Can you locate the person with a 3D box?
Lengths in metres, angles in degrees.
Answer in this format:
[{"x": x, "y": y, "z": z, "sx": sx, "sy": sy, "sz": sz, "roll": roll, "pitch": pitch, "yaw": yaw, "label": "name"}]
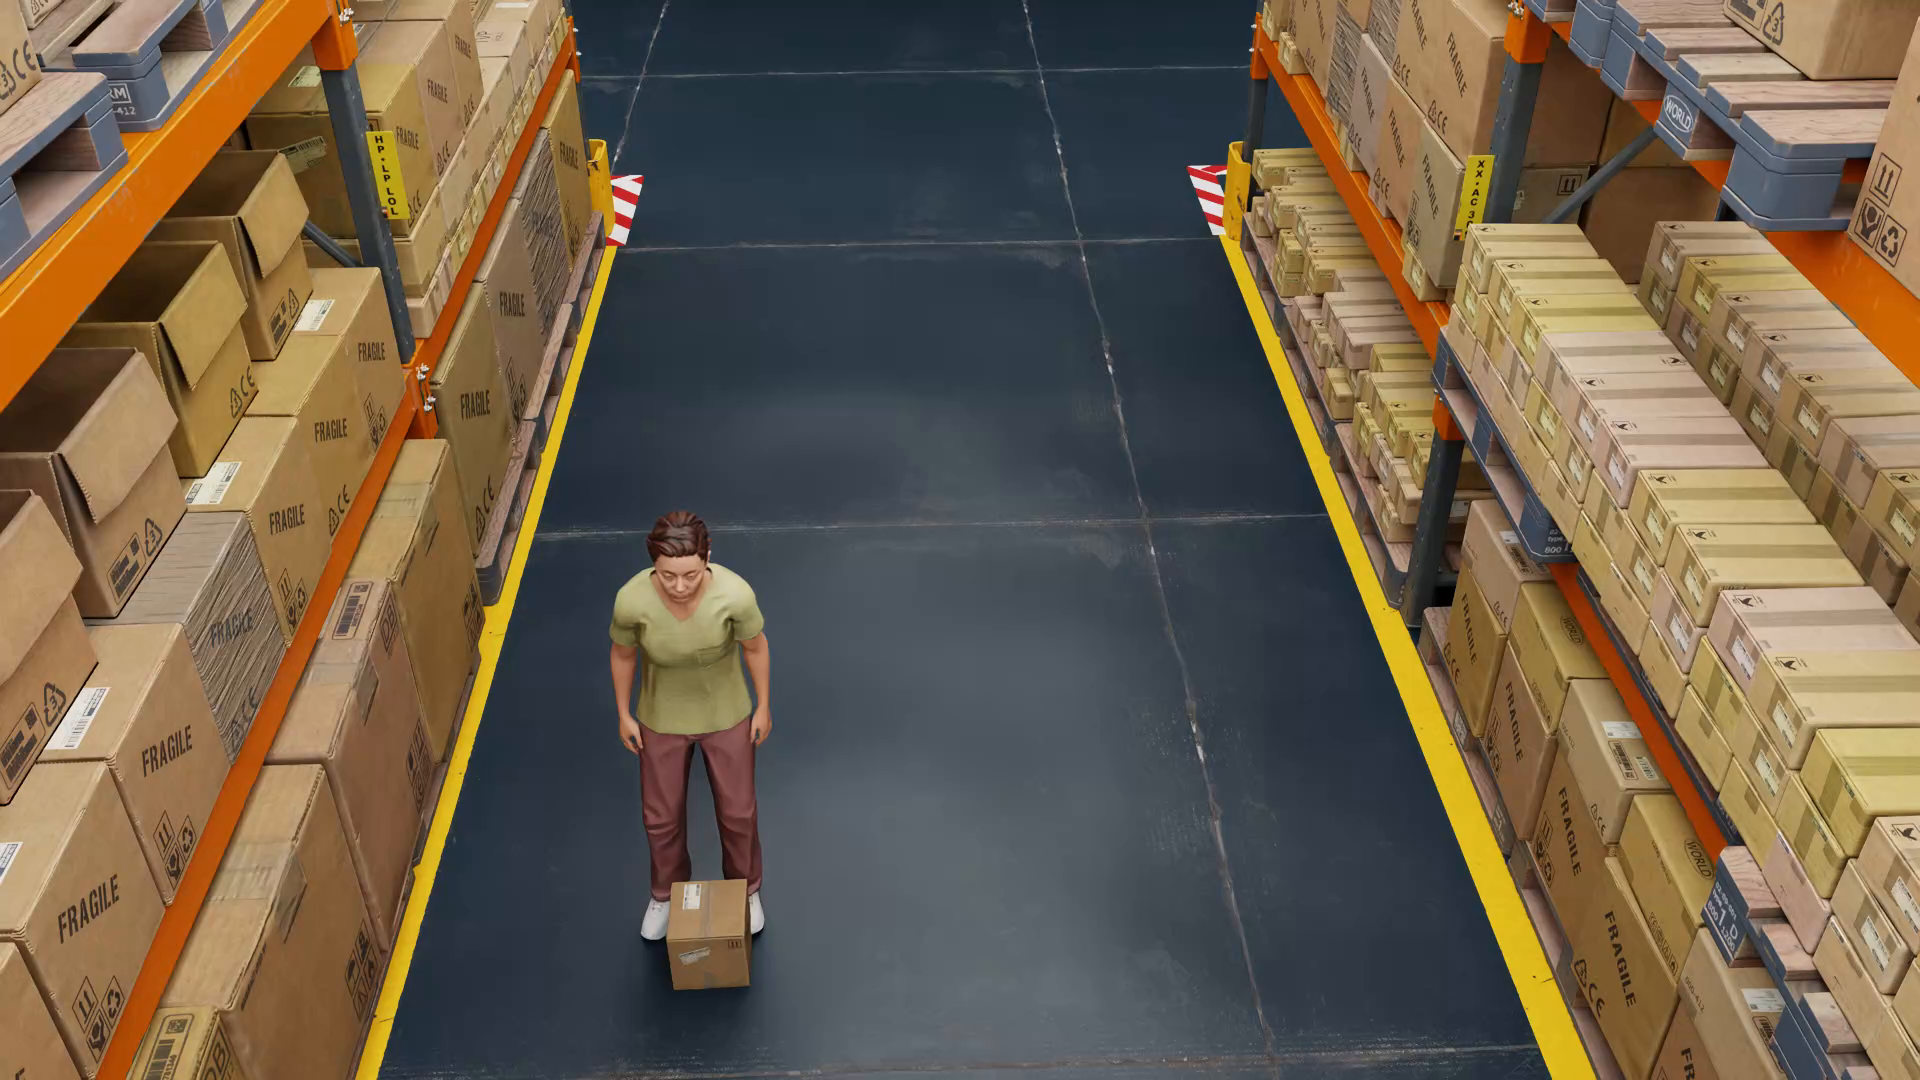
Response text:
[{"x": -0.849, "y": 0.586, "z": 5.322, "sx": 0.504, "sy": 1.671, "sz": 0.360, "roll": -3, "pitch": 35, "yaw": -4, "label": "person"}]
